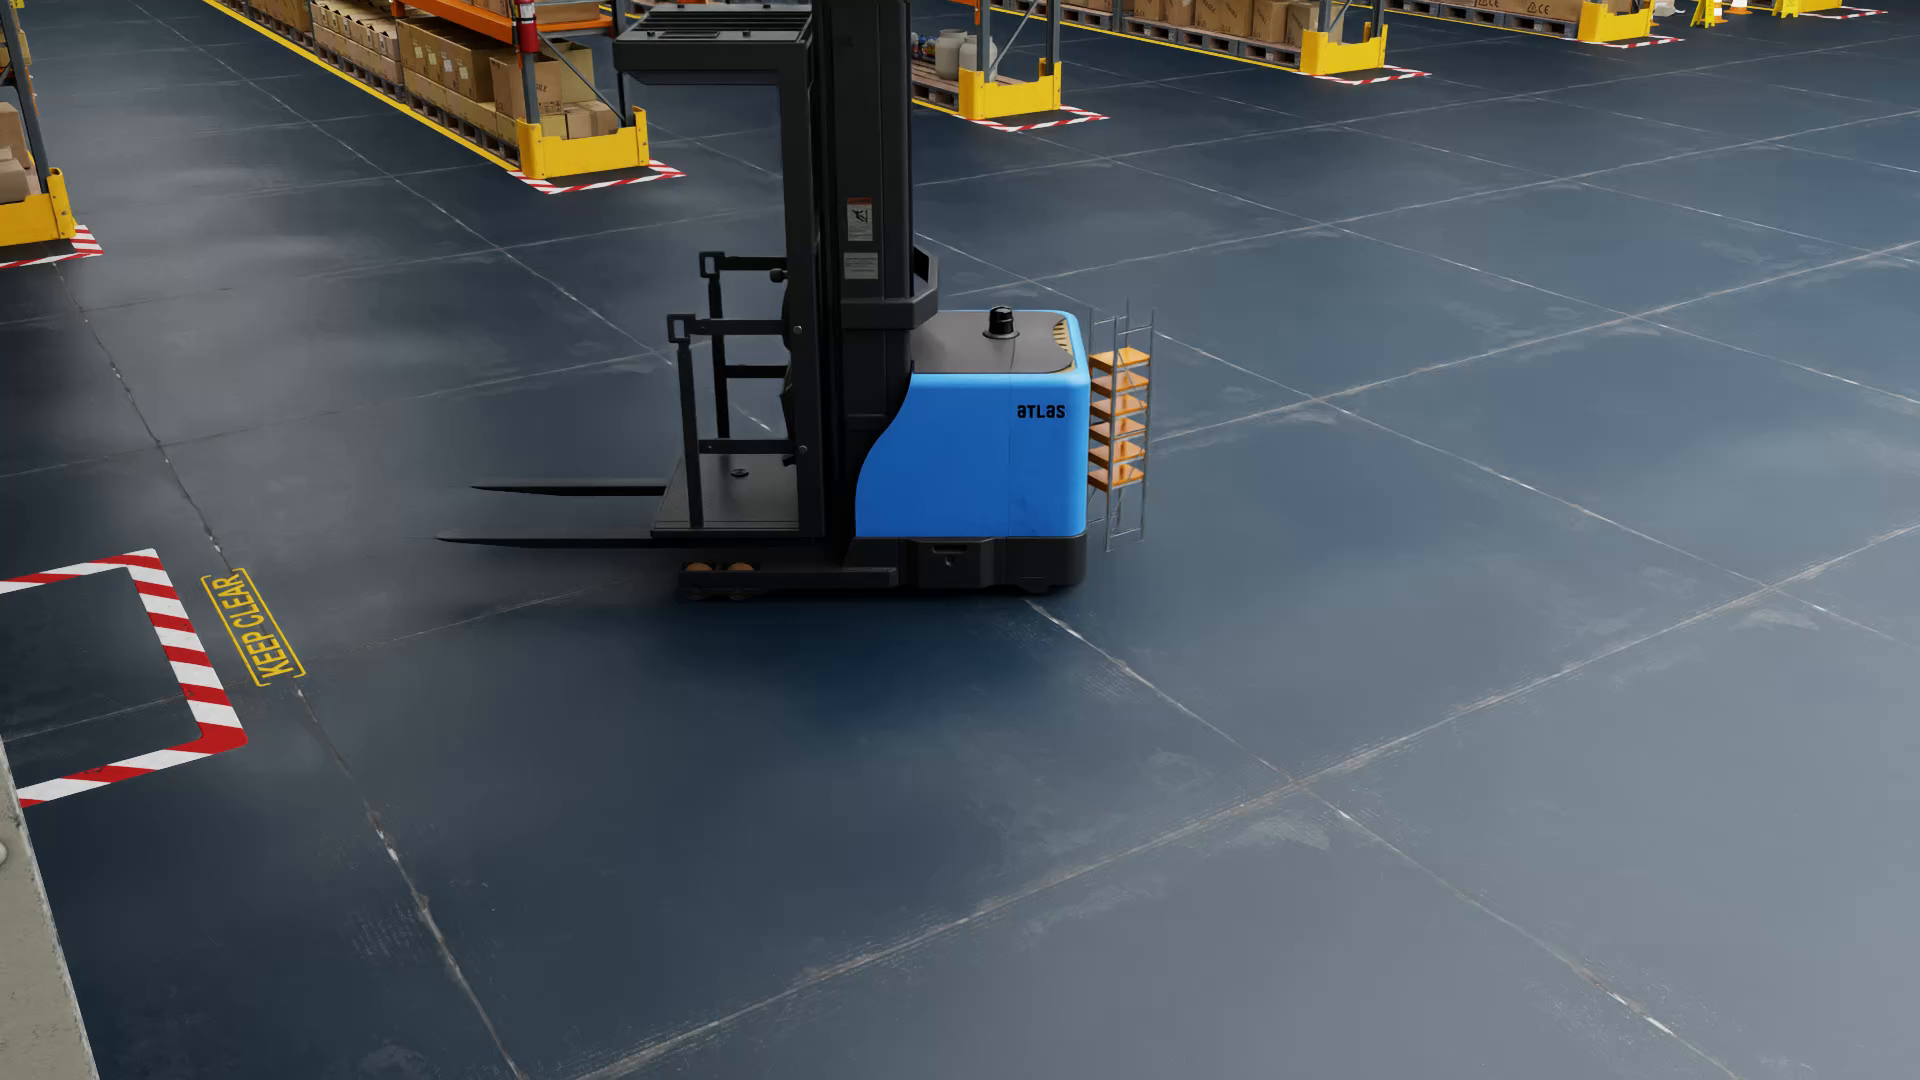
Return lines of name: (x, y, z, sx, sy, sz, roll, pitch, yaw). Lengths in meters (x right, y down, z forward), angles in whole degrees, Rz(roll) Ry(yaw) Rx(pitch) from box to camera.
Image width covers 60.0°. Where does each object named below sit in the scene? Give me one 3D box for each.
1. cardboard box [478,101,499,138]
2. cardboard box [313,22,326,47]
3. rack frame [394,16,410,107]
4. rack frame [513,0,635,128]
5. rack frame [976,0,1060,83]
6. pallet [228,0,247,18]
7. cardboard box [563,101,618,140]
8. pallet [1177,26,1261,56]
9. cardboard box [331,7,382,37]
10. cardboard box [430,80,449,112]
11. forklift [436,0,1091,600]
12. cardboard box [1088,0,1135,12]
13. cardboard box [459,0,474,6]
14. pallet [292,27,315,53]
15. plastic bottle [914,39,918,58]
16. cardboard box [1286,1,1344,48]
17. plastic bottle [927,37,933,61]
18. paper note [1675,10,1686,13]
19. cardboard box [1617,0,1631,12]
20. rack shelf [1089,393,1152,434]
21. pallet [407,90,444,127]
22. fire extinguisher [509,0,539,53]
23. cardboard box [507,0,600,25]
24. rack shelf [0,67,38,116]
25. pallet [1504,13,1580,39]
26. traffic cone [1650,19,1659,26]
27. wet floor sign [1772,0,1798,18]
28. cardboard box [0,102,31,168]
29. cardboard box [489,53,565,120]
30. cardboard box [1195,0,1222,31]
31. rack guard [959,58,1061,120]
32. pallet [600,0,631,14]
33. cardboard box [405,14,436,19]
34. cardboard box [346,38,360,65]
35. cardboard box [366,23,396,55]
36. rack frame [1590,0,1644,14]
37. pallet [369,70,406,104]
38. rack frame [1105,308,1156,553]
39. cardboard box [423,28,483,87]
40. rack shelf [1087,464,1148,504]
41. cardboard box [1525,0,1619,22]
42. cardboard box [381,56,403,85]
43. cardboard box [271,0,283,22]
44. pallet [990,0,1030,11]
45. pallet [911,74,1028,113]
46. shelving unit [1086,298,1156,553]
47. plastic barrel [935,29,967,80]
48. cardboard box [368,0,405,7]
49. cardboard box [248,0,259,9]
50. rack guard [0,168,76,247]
cardboard box: (-4.350, -4.106, 16.162, 0.500, 0.250, 0.500, -16, 29, -30)
cardboard box: (-7.854, -6.412, 21.048, 0.500, 0.250, 0.500, -16, 29, -30)
rack frame: (-5.710, -6.291, 18.062, 1.000, 3.000, 0.127, -16, 29, -30)
rack frame: (-3.527, -4.860, 15.032, 1.000, 3.000, 0.127, -16, 29, -30)
rack frame: (0.625, -6.013, 17.474, 1.000, 3.000, 0.127, -16, 29, -30)
pallet: (-10.452, -8.137, 25.240, 1.003, 0.211, 1.213, -16, 29, -30)
cardboard box: (-3.633, -4.050, 16.045, 0.500, 0.250, 0.500, -16, 29, -30)
pallet: (3.658, -6.668, 22.128, 1.003, 0.211, 1.213, -16, 29, -30)
cardboard box: (-7.284, -6.297, 20.147, 0.500, 0.311, 0.500, -16, 30, -31)
cardboard box: (-5.174, -4.641, 17.296, 0.500, 0.250, 0.500, -16, 29, -30)
forklift: (-0.928, -1.275, 7.518, 3.031, 2.935, 1.130, 0, 25, 0)
cardboard box: (2.274, -7.891, 23.865, 0.700, 0.500, 0.500, -18, 31, -33)
cardboard box: (-4.618, -5.628, 16.542, 0.700, 0.500, 0.500, -15, 29, -28)
pallet: (-8.270, -6.736, 22.273, 1.003, 0.211, 1.213, -16, 29, -30)
plastic bottle: (-0.511, -5.935, 20.071, 0.097, 0.201, 0.097, 0, 25, 0)
cardboard box: (4.448, -6.454, 20.844, 0.500, 0.500, 0.500, -10, 27, -20)
plastic bottle: (-0.345, -5.858, 19.826, 0.097, 0.271, 0.097, 0, 25, 0)
paper note: (10.894, -8.008, 25.179, 0.142, 0.019, 0.148, 18, 31, 33)
cardboard box: (9.998, -8.386, 25.425, 0.637, 0.503, 0.797, 7, 26, 15)
rack shelf: (0.759, -0.608, 7.954, 0.258, 0.103, 0.180, -16, 30, -30)
pallet: (-5.311, -4.736, 18.034, 1.003, 0.211, 1.213, -16, 29, -30)
fire extinguisher: (-3.852, -4.675, 14.729, 0.296, 0.674, 0.183, -16, 29, -30)
cardboard box: (-3.771, -5.075, 15.370, 0.700, 0.500, 0.500, -16, 29, -30)
rack shelf: (-8.767, -4.094, 14.252, 1.077, 0.370, 4.000, -16, 29, -30)
pallet: (8.484, -7.294, 23.453, 1.003, 0.211, 1.213, -16, 29, -30)
traffic cone: (9.886, -7.661, 23.936, 0.336, 0.463, 0.334, -16, 29, -30)
wet floor sign: (12.285, -8.095, 24.642, 0.267, 0.644, 0.232, -6, 26, -12)
cardboard box: (-8.647, -3.519, 14.604, 0.700, 0.500, 0.500, -18, 31, -33)
cardboard box: (-4.069, -4.268, 15.628, 0.500, 0.500, 0.500, -16, 29, -30)
cardboard box: (3.500, -7.098, 22.209, 0.500, 0.500, 0.500, -19, 31, -34)
rack guard: (0.544, -4.899, 18.042, 1.175, 0.500, 0.348, -16, 29, -30)
pallet: (-4.869, -8.322, 25.631, 1.003, 0.211, 1.213, -16, 29, -30)
cardboard box: (-6.280, -6.062, 19.649, 0.500, 0.311, 0.500, -17, 30, -31)
cardboard box: (-7.011, -5.865, 19.888, 0.500, 0.250, 0.500, -15, 29, -29)
cardboard box: (-6.461, -5.754, 18.996, 0.500, 0.311, 0.500, -15, 29, -28)
rack frame: (8.986, -8.287, 22.291, 1.000, 3.000, 0.127, -16, 29, -30)
pallet: (-6.145, -5.284, 19.196, 1.003, 0.211, 1.213, -16, 29, -30)
rack frame: (0.810, -0.507, 7.918, 0.240, 1.200, 0.006, -16, 30, -30)
cardboard box: (-5.174, -4.980, 17.136, 0.500, 0.500, 0.500, -16, 29, -30)
rack shelf: (0.759, -0.282, 8.108, 0.258, 0.103, 0.180, -16, 30, -30)
cardboard box: (8.561, -7.743, 23.136, 0.875, 0.875, 0.875, -15, 29, -29)
cardboard box: (-6.180, -5.318, 18.731, 0.500, 0.250, 0.500, -16, 30, -30)
cardboard box: (-9.175, -7.441, 22.912, 0.500, 0.500, 0.500, -17, 30, -31)
pallet: (0.833, -8.488, 25.983, 1.003, 0.211, 1.213, -16, 29, -30)
pallet: (0.105, -5.060, 18.722, 1.003, 0.211, 1.213, -16, 29, -30)
shelving unit: (0.759, -0.539, 7.987, 0.258, 1.200, 0.189, -16, 30, -30)
plastic barrel: (-0.072, -5.475, 18.756, 0.421, 0.512, 0.421, 0, 25, 0)
cardboard box: (-7.113, -6.607, 20.805, 0.500, 0.311, 0.500, -16, 30, -30)
cardboard box: (-10.018, -7.991, 24.076, 0.500, 0.500, 0.500, -17, 30, -32)
rack guard: (-7.717, -2.601, 13.174, 1.175, 0.500, 0.348, -16, 29, -30)
